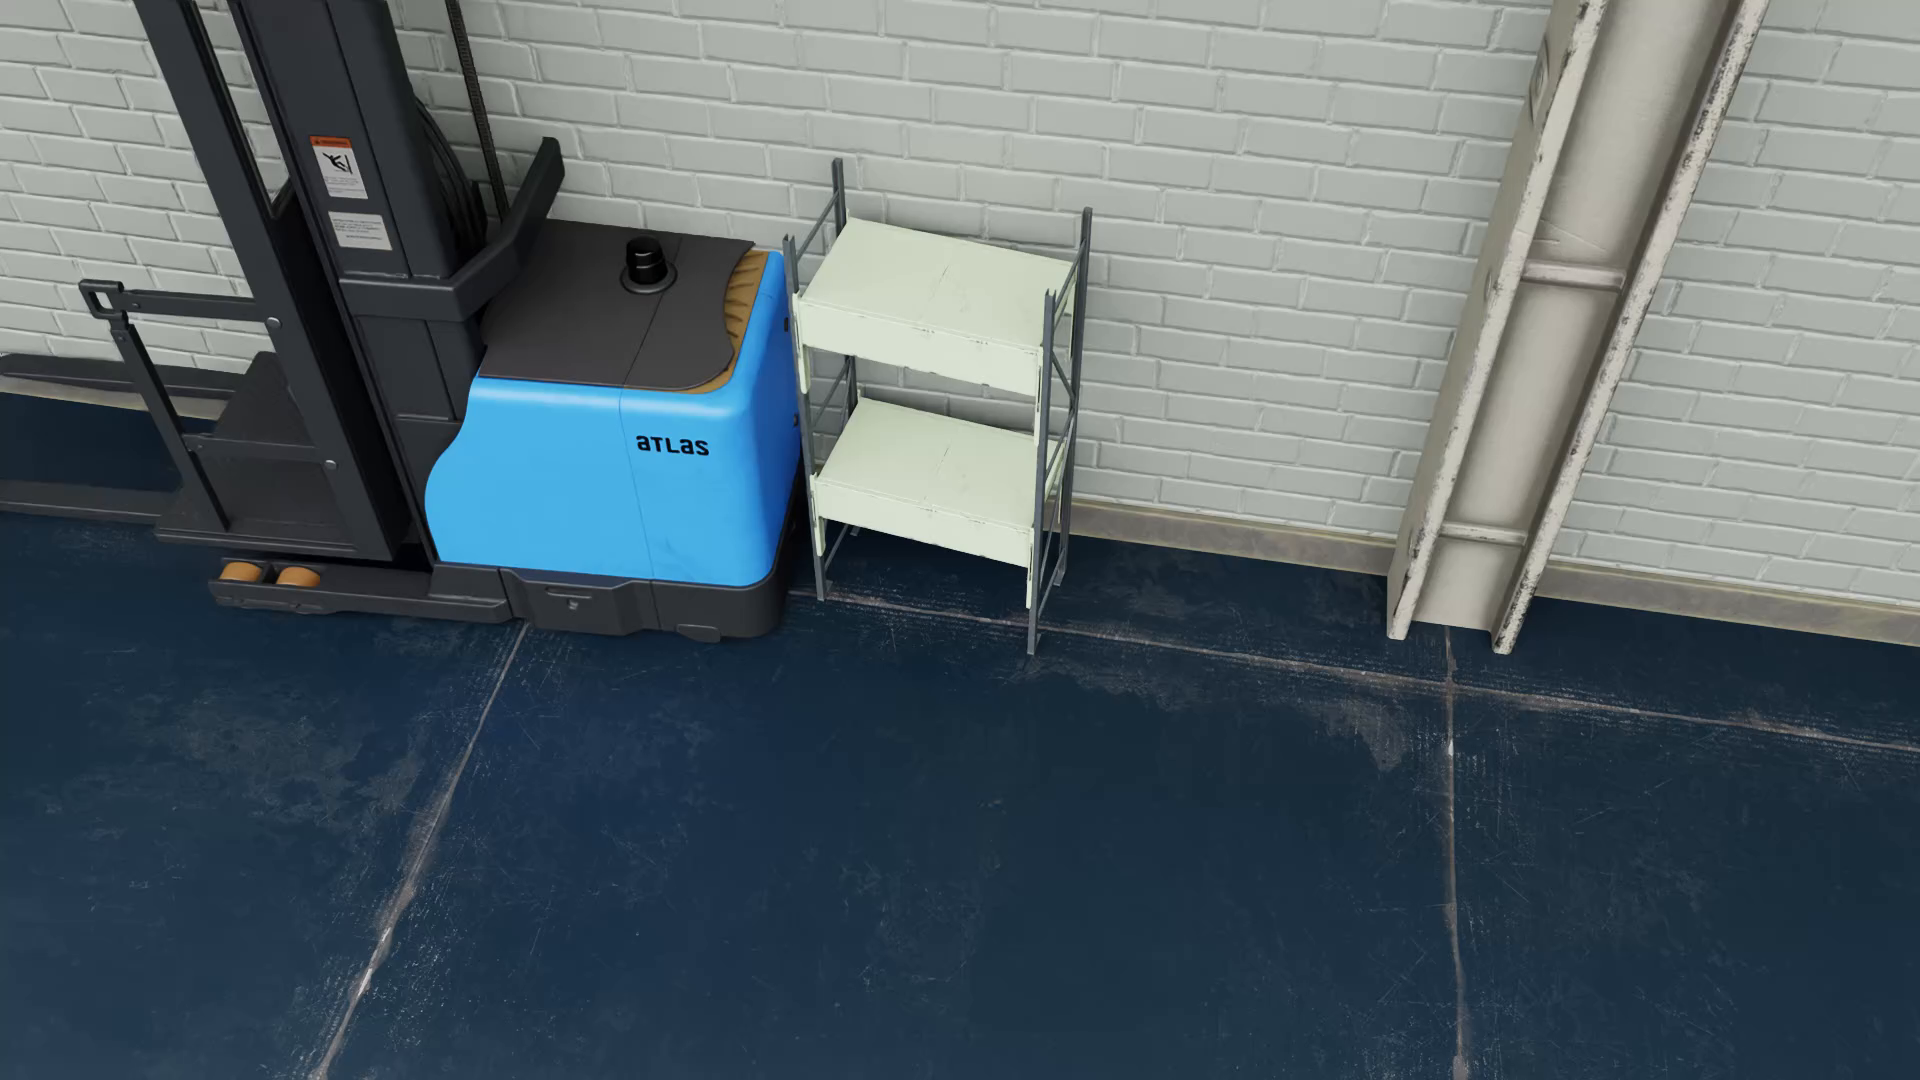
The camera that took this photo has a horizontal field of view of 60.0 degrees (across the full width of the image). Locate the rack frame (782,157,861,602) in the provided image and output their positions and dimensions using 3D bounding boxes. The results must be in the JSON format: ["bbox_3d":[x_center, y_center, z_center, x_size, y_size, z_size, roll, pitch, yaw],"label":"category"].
[{"bbox_3d":[-0.404,-0.438,5.136,0.023,1.500,0.400,14,50,12],"label":"rack frame"}]

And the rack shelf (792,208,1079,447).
[{"bbox_3d":[-0.057,-0.614,4.769,0.720,0.370,0.431,14,50,12],"label":"rack shelf"}]

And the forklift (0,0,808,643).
[{"bbox_3d":[-2.040,-1.120,4.786,3.031,2.935,1.130,5,48,4],"label":"forklift"}]

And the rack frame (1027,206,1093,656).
[{"bbox_3d":[0.291,-0.269,4.983,0.023,1.500,0.400,14,50,12],"label":"rack frame"}]

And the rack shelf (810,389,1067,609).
[{"bbox_3d":[-0.057,-0.136,5.302,0.720,0.370,0.431,14,50,12],"label":"rack shelf"}]

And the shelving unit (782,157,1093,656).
[{"bbox_3d":[-0.057,-0.354,5.059,0.755,1.500,0.431,14,50,12],"label":"shelving unit"}]
